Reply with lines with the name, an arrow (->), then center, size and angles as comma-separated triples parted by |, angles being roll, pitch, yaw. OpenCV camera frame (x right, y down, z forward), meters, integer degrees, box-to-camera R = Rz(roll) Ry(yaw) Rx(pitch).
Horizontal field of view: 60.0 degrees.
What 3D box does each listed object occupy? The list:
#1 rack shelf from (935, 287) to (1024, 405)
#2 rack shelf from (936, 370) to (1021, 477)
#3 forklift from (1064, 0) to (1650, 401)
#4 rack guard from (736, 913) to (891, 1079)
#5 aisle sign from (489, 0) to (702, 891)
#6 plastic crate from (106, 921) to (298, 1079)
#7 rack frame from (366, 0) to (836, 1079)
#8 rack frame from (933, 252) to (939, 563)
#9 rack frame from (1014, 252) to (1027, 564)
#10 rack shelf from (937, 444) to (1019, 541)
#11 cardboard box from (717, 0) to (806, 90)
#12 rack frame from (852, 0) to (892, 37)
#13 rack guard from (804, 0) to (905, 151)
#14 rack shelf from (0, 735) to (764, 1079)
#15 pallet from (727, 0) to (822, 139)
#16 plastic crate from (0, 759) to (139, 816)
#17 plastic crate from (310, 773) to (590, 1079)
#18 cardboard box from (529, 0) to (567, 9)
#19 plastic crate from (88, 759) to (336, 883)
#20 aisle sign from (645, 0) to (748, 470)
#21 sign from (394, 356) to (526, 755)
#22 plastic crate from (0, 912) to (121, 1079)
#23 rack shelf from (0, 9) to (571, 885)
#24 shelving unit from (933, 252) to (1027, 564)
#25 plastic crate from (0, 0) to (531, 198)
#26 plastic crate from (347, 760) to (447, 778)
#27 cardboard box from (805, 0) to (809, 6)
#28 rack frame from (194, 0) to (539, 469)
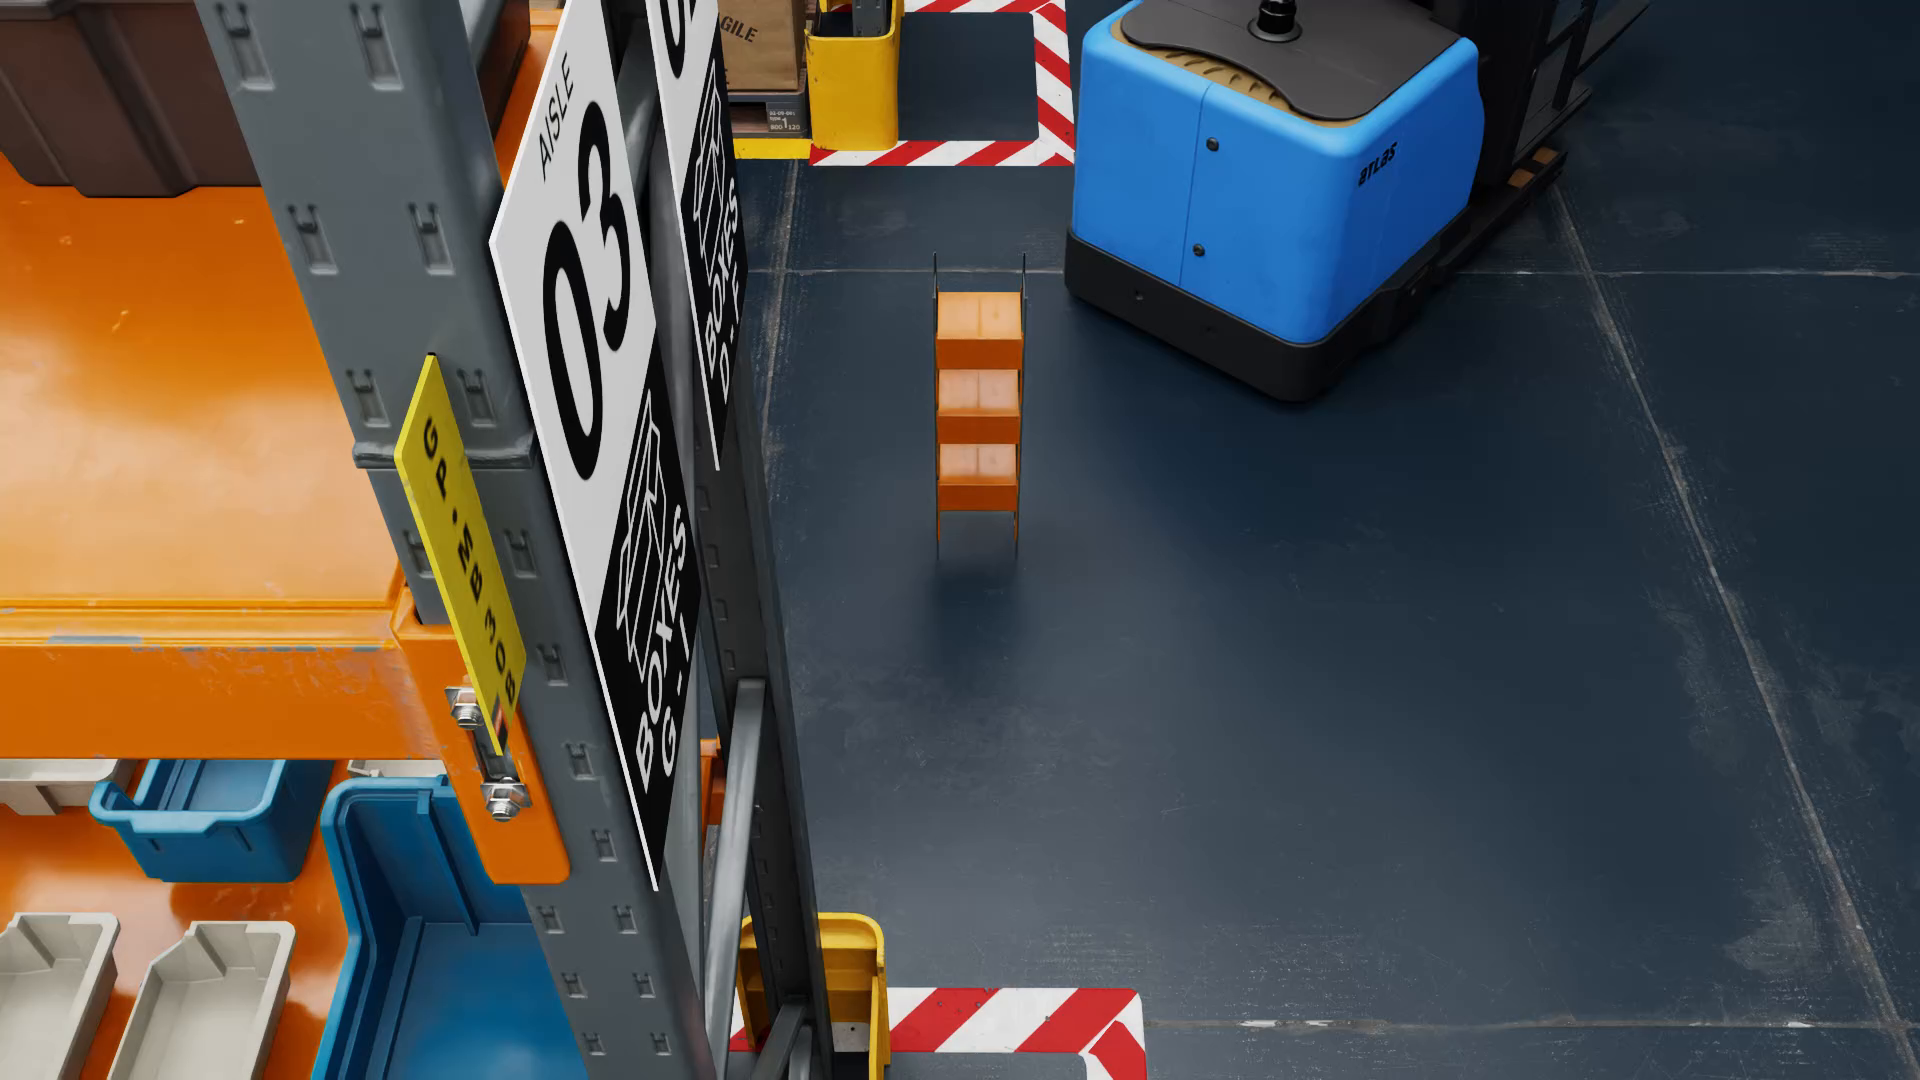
rack shelf -> 0.054, -0.544, 4.666 | 0.240, 0.259, 0.215 | 0, 47, 0
rack shelf -> 0.054, -0.350, 4.873 | 0.240, 0.259, 0.215 | 0, 47, 0
forklift -> 1.714, -2.476, 5.552 | 1.130, 2.935, 3.031 | 32, 55, 26
rack guard -> -0.346, 1.447, 3.562 | 0.348, 0.500, 1.175 | 0, 47, 0
aisle sign -> -0.299, -0.066, 1.486 | 0.004, 0.787, 0.394 | 0, 47, 0
plastic crate -> -1.186, 0.805, 2.591 | 0.243, 0.136, 0.396 | 0, 47, 0
rack frame -> -0.370, 0.605, 2.638 | 0.127, 3.000, 1.000 | 0, 47, 0
rack frame -> -0.068, -0.358, 4.866 | 0.008, 1.050, 0.200 | 0, 47, 0
rack frame -> 0.176, -0.357, 4.865 | 0.008, 1.050, 0.200 | 0, 47, 0
rack shelf -> 0.054, -0.161, 5.077 | 0.240, 0.259, 0.215 | 0, 47, 0
cardboard box -> -0.892, -2.140, 6.600 | 0.500, 0.500, 0.500 | 0, 47, 0
rack frame -> -0.348, -3.021, 6.013 | 0.127, 3.000, 1.000 | 0, 47, 0
rack guard -> -0.424, -2.169, 6.928 | 0.348, 0.500, 1.175 | 0, 47, 0
rack shelf -> -2.370, 0.845, 2.906 | 4.000, 0.370, 1.077 | 0, 47, 0
pallet -> -1.221, -2.072, 7.035 | 1.213, 0.211, 1.003 | 0, 47, 0
plastic crate -> -1.614, 0.369, 2.996 | 0.298, 0.136, 0.250 | 0, 47, 0
plastic crate -> -0.705, 0.708, 2.476 | 0.499, 0.435, 0.616 | 0, 47, 0
cardboard box -> -1.842, -2.080, 6.714 | 0.500, 0.250, 0.500 | 0, 47, 0
plastic crate -> -1.274, 0.398, 2.904 | 0.300, 0.233, 0.416 | 0, 47, 0
aisle sign -> -0.297, -0.498, 1.888 | 0.004, 0.787, 0.394 | 0, 47, 0
sign -> -0.356, 0.021, 1.203 | 0.005, 0.325, 0.100 | 0, 47, 0
plastic crate -> -1.476, 0.793, 2.602 | 0.243, 0.136, 0.396 | 0, 47, 0
rack shelf -> -2.370, -0.177, 1.808 | 4.000, 0.370, 1.077 | 0, 47, 0
shelving unit -> 0.054, -0.358, 4.866 | 0.252, 1.050, 0.215 | 0, 47, 0
plastic crate -> -0.754, -0.578, 1.779 | 0.590, 0.269, 0.497 | 0, 47, 0
plastic crate -> -0.936, 0.371, 2.994 | 0.298, 0.136, 0.250 | 0, 47, 0
cardboard box -> -0.765, -2.452, 7.130 | 0.250, 0.149, 0.380 | 0, 47, 0
rack frame -> -0.370, -1.439, 0.442 | 0.127, 3.000, 1.000 | 0, 47, 0
